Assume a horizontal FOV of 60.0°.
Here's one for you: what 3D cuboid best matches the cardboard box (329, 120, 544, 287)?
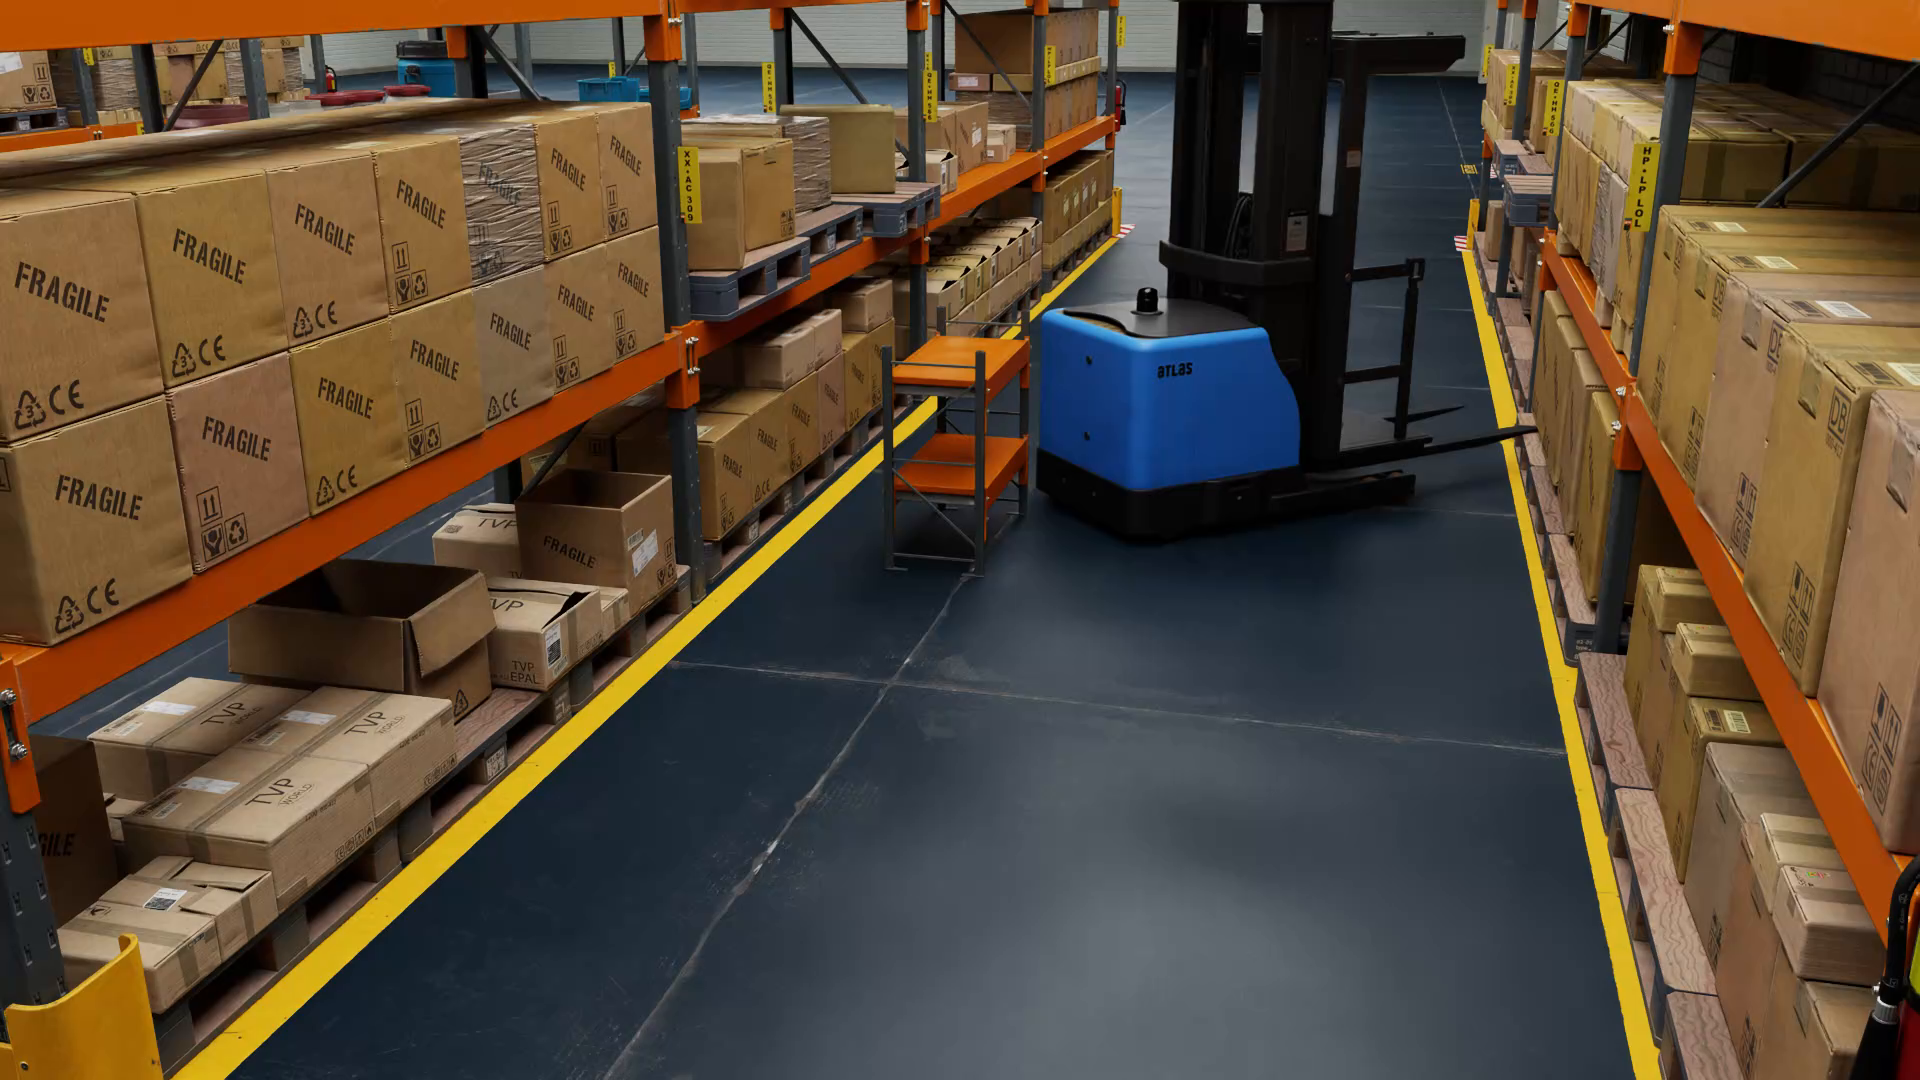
[{"bbox_3d":[-1.821,-1.190,5.830,0.500,0.500,0.500,5,19,14],"label":"cardboard box"}]

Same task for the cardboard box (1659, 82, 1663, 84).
[{"bbox_3d":[4.134,-2.704,10.125,0.380,0.149,0.250,2,19,6],"label":"cardboard box"}]

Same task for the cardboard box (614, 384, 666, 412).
[{"bbox_3d":[-1.731,-0.524,8.769,0.500,0.500,0.500,5,19,14],"label":"cardboard box"}]

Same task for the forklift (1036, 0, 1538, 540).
[{"bbox_3d":[1.971,-1.709,9.157,3.031,2.935,1.130,-10,21,-26],"label":"forklift"}]

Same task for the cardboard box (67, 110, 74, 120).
[{"bbox_3d":[-9.516,-4.508,17.633,0.380,0.149,0.250,5,19,13],"label":"cardboard box"}]

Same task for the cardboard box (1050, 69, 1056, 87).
[{"bbox_3d":[0.691,-4.340,15.595,0.380,0.149,0.250,4,19,13],"label":"cardboard box"}]

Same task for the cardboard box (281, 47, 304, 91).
[{"bbox_3d":[-8.537,-5.730,20.208,0.875,0.500,0.500,5,19,13],"label":"cardboard box"}]

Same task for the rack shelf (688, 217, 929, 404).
[{"bbox_3d":[-1.214,-1.454,9.416,1.077,0.370,4.000,5,19,13],"label":"rack shelf"}]

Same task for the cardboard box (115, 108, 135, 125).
[{"bbox_3d":[-8.936,-4.461,17.495,0.380,0.149,0.250,5,19,13],"label":"cardboard box"}]

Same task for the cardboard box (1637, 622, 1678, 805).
[{"bbox_3d":[2.694,0.590,5.536,0.700,0.500,0.500,4,19,13],"label":"cardboard box"}]

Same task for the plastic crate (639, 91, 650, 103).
[{"bbox_3d":[-3.570,-4.867,18.526,0.499,0.251,0.408,5,19,13],"label":"plastic crate"}]

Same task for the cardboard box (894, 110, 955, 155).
[{"bbox_3d":[-0.331,-2.996,12.663,0.500,0.500,0.500,4,19,10],"label":"cardboard box"}]

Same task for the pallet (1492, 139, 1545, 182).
[{"bbox_3d":[4.728,-2.966,13.027,1.003,0.211,1.213,5,19,13],"label":"pallet"}]

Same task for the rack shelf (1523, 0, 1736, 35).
[{"bbox_3d":[4.568,-3.737,11.460,1.077,0.370,4.000,5,19,13],"label":"rack shelf"}]

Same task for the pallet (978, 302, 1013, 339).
[{"bbox_3d":[-0.186,-1.738,13.449,1.003,0.211,1.213,5,19,13],"label":"pallet"}]

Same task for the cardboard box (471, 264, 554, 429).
[{"bbox_3d":[-1.824,-0.715,5.985,0.500,0.500,0.500,5,20,15],"label":"cardboard box"}]

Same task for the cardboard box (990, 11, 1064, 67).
[{"bbox_3d":[0.599,-4.791,15.912,0.700,0.500,0.500,5,19,13],"label":"cardboard box"}]

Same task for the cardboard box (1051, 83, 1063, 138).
[{"bbox_3d":[0.603,-4.185,16.144,0.700,0.500,0.500,5,19,14],"label":"cardboard box"}]

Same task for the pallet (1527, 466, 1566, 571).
[{"bbox_3d":[3.513,-0.089,8.622,1.003,0.211,1.213,5,19,13],"label":"pallet"}]

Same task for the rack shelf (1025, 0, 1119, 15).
[{"bbox_3d":[0.740,-5.381,16.273,1.077,0.370,4.000,5,19,13],"label":"rack shelf"}]

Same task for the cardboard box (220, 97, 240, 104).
[{"bbox_3d":[-8.510,-5.009,19.101,0.380,0.149,0.250,5,19,13],"label":"cardboard box"}]

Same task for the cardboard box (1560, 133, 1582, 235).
[{"bbox_3d":[3.575,-1.933,9.061,0.500,0.500,0.500,5,20,15],"label":"cardboard box"}]

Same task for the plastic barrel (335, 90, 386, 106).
[{"bbox_3d":[-5.176,-3.619,14.432,0.433,0.535,0.433,0,19,0],"label":"plastic barrel"}]

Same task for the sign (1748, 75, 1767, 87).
[{"bbox_3d":[4.618,-2.536,9.681,0.100,0.325,0.005,5,19,13],"label":"sign"}]

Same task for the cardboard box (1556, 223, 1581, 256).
[{"bbox_3d":[3.557,-1.682,9.329,0.380,0.149,0.250,5,20,15],"label":"cardboard box"}]

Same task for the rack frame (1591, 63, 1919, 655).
[{"bbox_3d":[3.102,-0.777,6.323,1.000,3.000,0.127,5,19,13],"label":"rack frame"}]

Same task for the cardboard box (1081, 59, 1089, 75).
[{"bbox_3d":[1.132,-4.907,17.255,0.380,0.149,0.250,5,19,14],"label":"cardboard box"}]

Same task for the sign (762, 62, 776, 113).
[{"bbox_3d":[-1.265,-3.012,11.074,0.100,0.325,0.005,5,19,13],"label":"sign"}]

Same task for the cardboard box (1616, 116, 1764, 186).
[{"bbox_3d":[3.102,-1.656,7.089,0.500,0.250,0.500,5,20,15],"label":"cardboard box"}]

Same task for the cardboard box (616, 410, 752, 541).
[{"bbox_3d":[-1.348,-0.325,8.185,0.500,0.500,0.500,4,19,11],"label":"cardboard box"}]

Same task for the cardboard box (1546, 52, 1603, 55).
[{"bbox_3d":[5.992,-4.510,16.293,0.500,0.500,0.500,5,19,14],"label":"cardboard box"}]

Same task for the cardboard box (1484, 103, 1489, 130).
[{"bbox_3d":[5.493,-4.185,16.502,0.500,0.250,0.500,4,19,12],"label":"cardboard box"}]

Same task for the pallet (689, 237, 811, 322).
[{"bbox_3d":[-1.402,-1.318,8.204,1.003,0.211,1.213,5,19,13],"label":"pallet"}]

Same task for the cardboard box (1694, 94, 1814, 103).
[{"bbox_3d":[3.961,-2.098,8.384,0.500,0.250,0.500,4,19,12],"label":"cardboard box"}]

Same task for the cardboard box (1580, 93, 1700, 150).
[{"bbox_3d":[3.469,-2.136,8.495,0.500,0.250,0.500,5,19,14],"label":"cardboard box"}]

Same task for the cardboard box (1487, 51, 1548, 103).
[{"bbox_3d":[5.495,-4.552,16.415,0.500,0.500,0.500,5,19,14],"label":"cardboard box"}]

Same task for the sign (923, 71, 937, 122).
[{"bbox_3d":[-0.197,-2.892,10.844,0.100,0.325,0.005,5,19,13],"label":"sign"}]

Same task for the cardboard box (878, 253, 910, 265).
[{"bbox_3d":[-0.590,-2.089,12.900,0.500,0.311,0.500,5,19,13],"label":"cardboard box"}]

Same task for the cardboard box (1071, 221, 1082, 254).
[{"bbox_3d":[0.913,-3.006,16.453,0.500,0.250,0.500,5,19,13],"label":"cardboard box"}]

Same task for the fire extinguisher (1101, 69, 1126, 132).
[{"bbox_3d":[1.708,-4.892,18.490,0.296,0.674,0.183,5,19,13],"label":"fire extinguisher"}]

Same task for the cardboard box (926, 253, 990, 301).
[{"bbox_3d":[-0.066,-2.050,12.786,0.500,0.311,0.500,4,19,12],"label":"cardboard box"}]

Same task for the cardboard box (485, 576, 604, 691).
[{"bbox_3d":[-1.750,0.333,6.552,0.500,0.311,0.500,5,19,13],"label":"cardboard box"}]

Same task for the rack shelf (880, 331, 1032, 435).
[{"bbox_3d":[-0.002,-0.807,8.405,0.538,0.278,1.000,5,19,13],"label":"rack shelf"}]

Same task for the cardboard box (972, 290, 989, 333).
[{"bbox_3d":[-0.070,-1.781,12.865,0.500,0.250,0.500,4,19,12],"label":"cardboard box"}]

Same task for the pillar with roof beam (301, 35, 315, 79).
[{"bbox_3d":[-13.806,-16.760,43.834,9.100,9.000,0.400,5,19,13],"label":"pillar with roof beam"}]

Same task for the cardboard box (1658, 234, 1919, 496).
[{"bbox_3d":[2.770,-0.522,5.112,0.980,0.700,0.700,4,19,12],"label":"cardboard box"}]

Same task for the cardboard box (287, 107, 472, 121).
[{"bbox_3d":[-2.216,-1.401,6.446,0.500,0.500,0.500,4,19,12],"label":"cardboard box"}]

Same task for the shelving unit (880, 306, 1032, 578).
[{"bbox_3d":[-0.002,-0.530,8.500,0.538,1.125,1.048,5,19,13],"label":"shelving unit"}]

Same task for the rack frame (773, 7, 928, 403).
[{"bbox_3d":[-0.726,-2.421,11.135,1.000,3.000,0.127,5,19,13],"label":"rack frame"}]

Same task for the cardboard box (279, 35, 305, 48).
[{"bbox_3d":[-8.271,-6.182,19.983,0.500,0.500,0.500,5,19,13],"label":"cardboard box"}]

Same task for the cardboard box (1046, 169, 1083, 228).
[{"bbox_3d":[0.913,-3.361,16.332,0.500,0.500,0.500,5,19,13],"label":"cardboard box"}]

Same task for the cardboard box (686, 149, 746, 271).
[{"bbox_3d":[-1.370,-1.544,7.764,0.700,0.500,0.500,-2,19,-5],"label":"cardboard box"}]
